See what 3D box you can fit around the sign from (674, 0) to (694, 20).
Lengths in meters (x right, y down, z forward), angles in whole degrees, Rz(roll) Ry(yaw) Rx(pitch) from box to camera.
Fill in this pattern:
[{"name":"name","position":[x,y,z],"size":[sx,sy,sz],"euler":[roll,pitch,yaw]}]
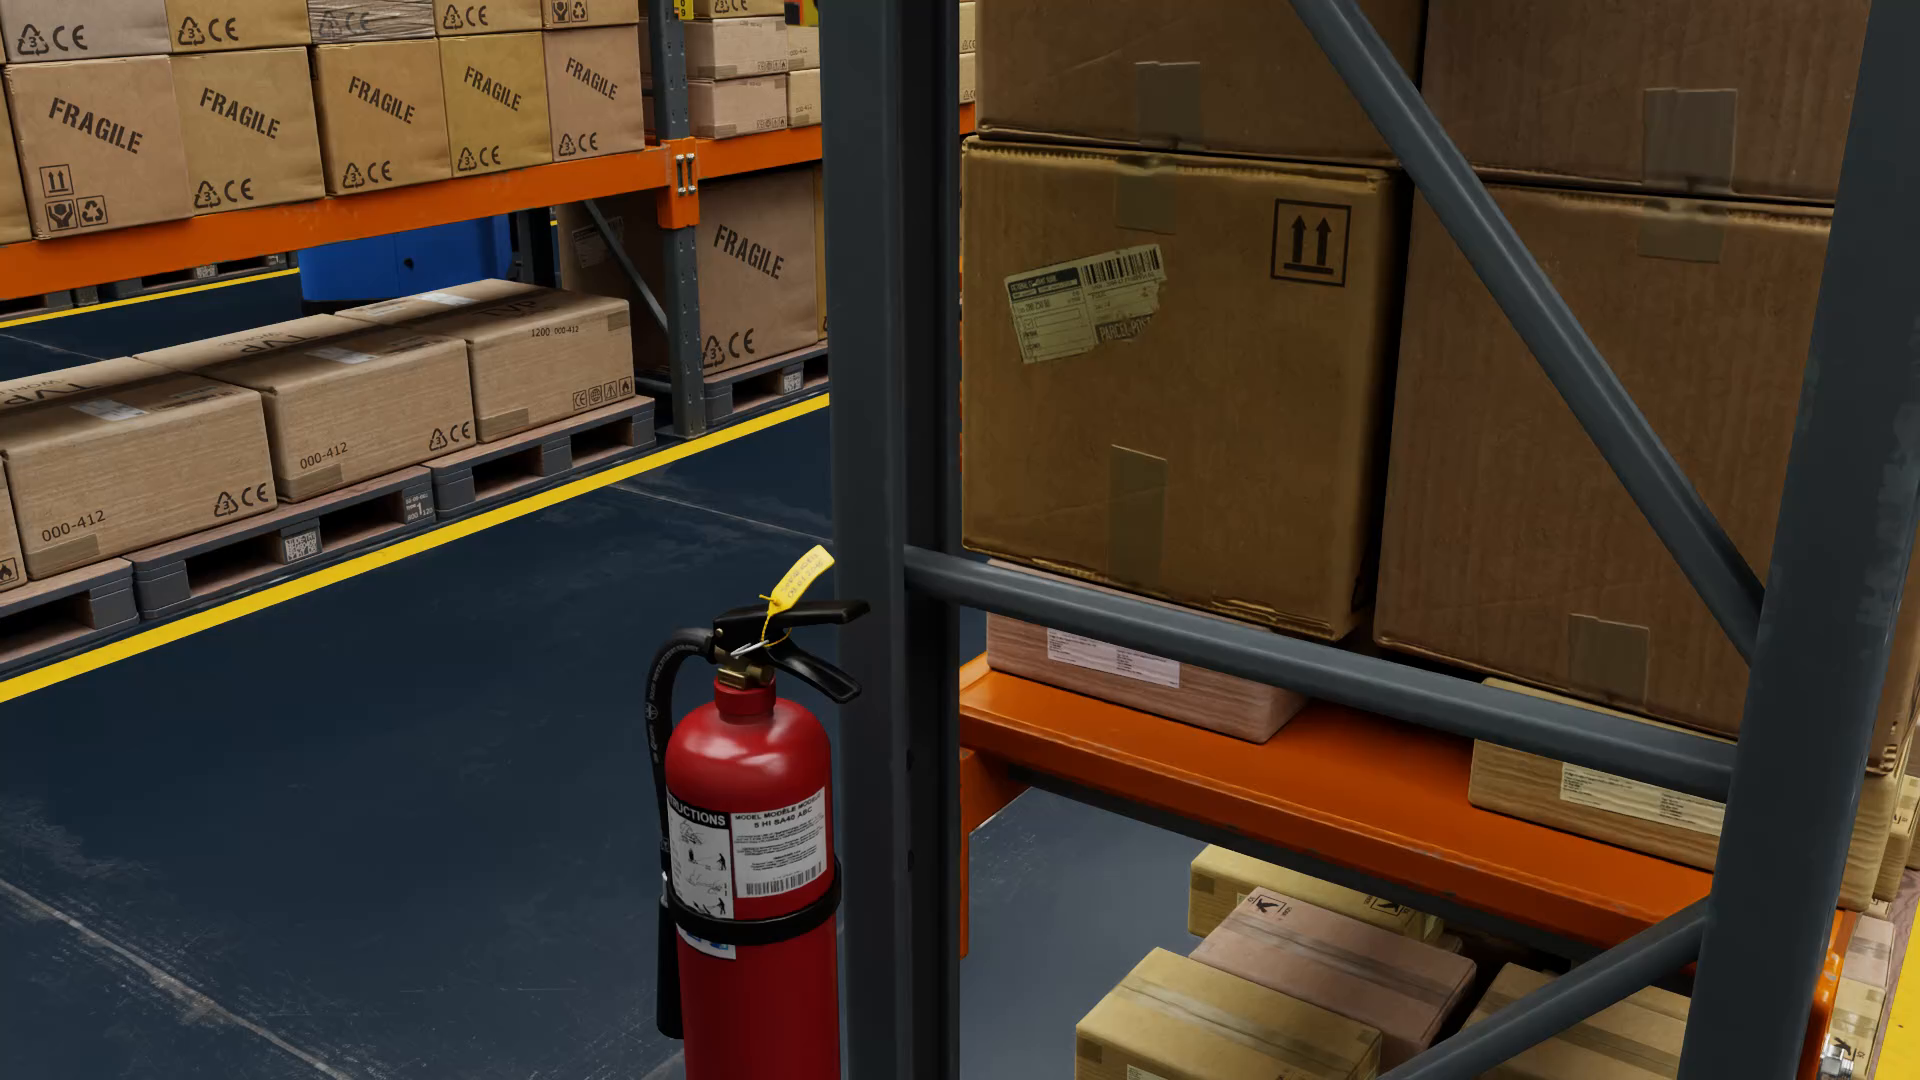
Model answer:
[{"name":"sign","position":[-1.135,-2.296,6.785],"size":[0.100,0.325,0.005],"euler":[13,24,32]}]

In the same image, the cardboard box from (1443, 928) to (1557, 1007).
[{"name":"cardboard box","position":[0.895,0.711,3.095],"size":[0.380,0.149,0.250],"euler":[13,24,31]}]

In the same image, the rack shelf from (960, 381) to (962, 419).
[{"name":"rack shelf","position":[-0.093,-0.452,5.952],"size":[0.258,0.148,0.480],"euler":[13,24,32]}]

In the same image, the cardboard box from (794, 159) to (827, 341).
[{"name":"cardboard box","position":[-0.811,-1.615,8.764],"size":[0.875,0.875,0.875],"euler":[14,25,33]}]

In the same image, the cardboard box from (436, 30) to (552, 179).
[{"name":"cardboard box","position":[-1.929,-1.676,6.327],"size":[0.500,0.500,0.500],"euler":[13,24,31]}]

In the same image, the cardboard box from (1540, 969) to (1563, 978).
[{"name":"cardboard box","position":[1.079,0.869,2.667],"size":[0.380,0.149,0.250],"euler":[14,24,33]}]

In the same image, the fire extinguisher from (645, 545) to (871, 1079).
[{"name":"fire extinguisher","position":[-0.216,0.317,1.733],"size":[0.296,0.674,0.183],"euler":[13,24,32]}]

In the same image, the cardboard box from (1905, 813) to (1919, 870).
[{"name":"cardboard box","position":[2.035,0.592,3.844],"size":[0.380,0.149,0.250],"euler":[13,24,32]}]

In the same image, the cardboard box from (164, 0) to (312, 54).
[{"name":"cardboard box","position":[-2.491,-1.853,5.365],"size":[0.500,0.500,0.500],"euler":[13,24,32]}]

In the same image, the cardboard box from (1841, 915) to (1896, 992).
[{"name":"cardboard box","position":[1.591,0.814,3.244],"size":[0.380,0.149,0.250],"euler":[12,23,29]}]

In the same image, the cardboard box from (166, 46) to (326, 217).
[{"name":"cardboard box","position":[-2.506,-1.381,5.531],"size":[0.500,0.500,0.500],"euler":[14,25,34]}]

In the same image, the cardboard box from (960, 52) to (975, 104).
[{"name":"cardboard box","position":[-0.250,-2.399,8.643],"size":[0.500,0.250,0.500],"euler":[13,24,31]}]

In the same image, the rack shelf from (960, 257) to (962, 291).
[{"name":"rack shelf","position":[-0.093,-0.884,5.792],"size":[0.258,0.148,0.480],"euler":[13,24,32]}]

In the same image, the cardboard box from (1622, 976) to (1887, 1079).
[{"name":"cardboard box","position":[1.186,0.751,2.557],"size":[0.380,0.149,0.250],"euler":[13,24,32]}]

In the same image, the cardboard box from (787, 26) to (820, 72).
[{"name":"cardboard box","position":[-0.844,-2.351,7.792],"size":[0.500,0.250,0.500],"euler":[14,24,33]}]

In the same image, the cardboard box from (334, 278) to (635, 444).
[{"name":"cardboard box","position":[-2.037,-0.796,7.182],"size":[0.875,0.438,0.875],"euler":[13,24,31]}]

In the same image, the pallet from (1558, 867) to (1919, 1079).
[{"name":"pallet","position":[1.522,0.835,3.703],"size":[1.003,0.211,1.213],"euler":[13,24,32]}]

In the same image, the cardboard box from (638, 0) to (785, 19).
[{"name":"cardboard box","position":[-1.110,-2.546,7.240],"size":[0.500,0.500,0.500],"euler":[14,24,32]}]

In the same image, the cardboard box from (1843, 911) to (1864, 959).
[{"name":"cardboard box","position":[1.420,0.586,3.004],"size":[0.380,0.149,0.250],"euler":[14,25,34]}]

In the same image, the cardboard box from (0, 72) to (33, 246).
[{"name":"cardboard box","position":[-3.075,-1.092,4.749],"size":[0.500,0.500,0.500],"euler":[13,24,31]}]

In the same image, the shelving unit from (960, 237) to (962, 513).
[{"name":"shelving unit","position":[-0.093,-0.515,5.928],"size":[0.258,1.200,0.503],"euler":[13,24,32]}]

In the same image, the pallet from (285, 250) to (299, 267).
[{"name":"pallet","position":[-4.591,-2.212,11.940],"size":[1.003,0.211,1.213],"euler":[13,24,32]}]

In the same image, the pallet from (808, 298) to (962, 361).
[{"name":"pallet","position":[-0.538,-1.240,9.313],"size":[1.003,0.211,1.213],"euler":[13,24,32]}]

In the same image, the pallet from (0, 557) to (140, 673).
[{"name":"pallet","position":[-3.459,0.251,5.283],"size":[1.003,0.211,1.213],"euler":[13,24,32]}]

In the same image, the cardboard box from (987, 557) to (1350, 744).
[{"name":"cardboard box","position":[0.257,0.093,2.052],"size":[0.380,0.149,0.250],"euler":[13,24,32]}]

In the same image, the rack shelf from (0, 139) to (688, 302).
[{"name":"rack shelf","position":[-2.719,-1.049,5.814],"size":[1.077,0.370,4.000],"euler":[13,24,32]}]

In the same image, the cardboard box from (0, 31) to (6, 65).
[{"name":"cardboard box","position":[-3.053,-1.560,4.574],"size":[0.500,0.500,0.500],"euler":[13,24,30]}]

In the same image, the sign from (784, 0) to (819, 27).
[{"name":"sign","position":[-0.141,-0.681,1.659],"size":[0.100,0.325,0.005],"euler":[13,24,32]}]

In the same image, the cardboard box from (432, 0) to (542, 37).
[{"name":"cardboard box","position":[-1.924,-2.143,6.149],"size":[0.500,0.500,0.500],"euler":[13,24,31]}]

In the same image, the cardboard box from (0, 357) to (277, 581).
[{"name":"cardboard box","position":[-3.048,-0.281,5.789],"size":[0.875,0.438,0.875],"euler":[14,25,33]}]

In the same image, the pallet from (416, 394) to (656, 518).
[{"name":"pallet","position":[-2.087,-0.449,7.176],"size":[1.003,0.211,1.213],"euler":[13,24,32]}]

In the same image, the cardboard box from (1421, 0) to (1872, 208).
[{"name":"cardboard box","position":[0.779,-0.609,1.572],"size":[0.500,0.500,0.500],"euler":[13,24,31]}]

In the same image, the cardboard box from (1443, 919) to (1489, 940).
[{"name":"cardboard box","position":[0.822,0.562,3.069],"size":[0.380,0.149,0.250],"euler":[12,24,30]}]

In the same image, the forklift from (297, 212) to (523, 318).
[{"name":"forklift","position":[-3.251,-2.886,9.843],"size":[1.130,2.935,3.031],"euler":[-4,21,-10]}]

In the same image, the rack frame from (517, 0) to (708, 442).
[{"name":"rack frame","position":[-1.595,-1.960,7.241],"size":[1.000,3.000,0.127],"euler":[13,24,32]}]

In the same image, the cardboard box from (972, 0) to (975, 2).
[{"name":"cardboard box","position":[0.013,-3.134,8.830],"size":[0.500,0.500,0.500],"euler":[13,24,32]}]

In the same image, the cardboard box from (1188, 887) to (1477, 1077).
[{"name":"cardboard box","position":[0.584,0.723,2.634],"size":[0.380,0.149,0.250],"euler":[14,24,33]}]

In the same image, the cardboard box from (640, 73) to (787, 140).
[{"name":"cardboard box","position":[-1.129,-1.965,7.469],"size":[0.500,0.250,0.500],"euler":[13,24,31]}]

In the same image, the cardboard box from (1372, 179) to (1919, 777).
[{"name":"cardboard box","position":[0.788,-0.138,1.740],"size":[0.500,0.500,0.500],"euler":[15,25,34]}]

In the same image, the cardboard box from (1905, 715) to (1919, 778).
[{"name":"cardboard box","position":[1.899,0.379,3.564],"size":[0.380,0.149,0.250],"euler":[12,24,30]}]
